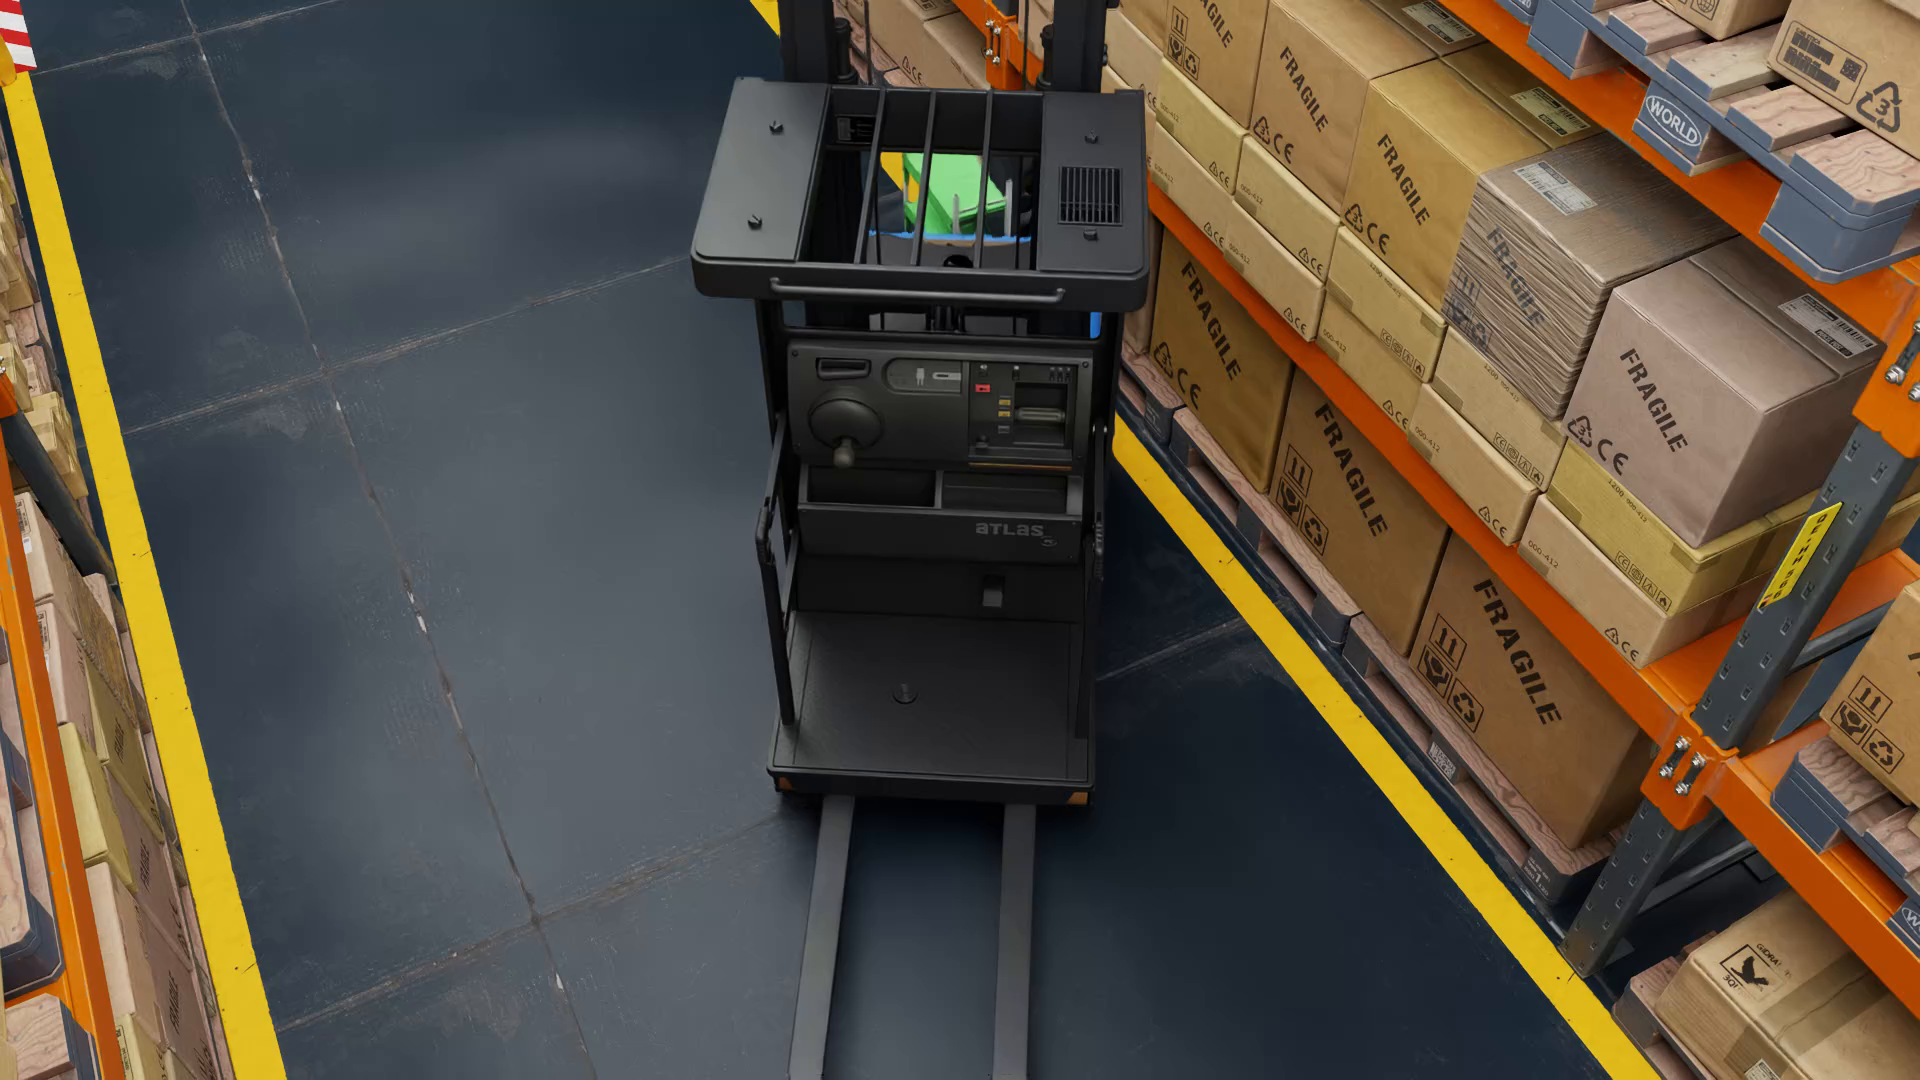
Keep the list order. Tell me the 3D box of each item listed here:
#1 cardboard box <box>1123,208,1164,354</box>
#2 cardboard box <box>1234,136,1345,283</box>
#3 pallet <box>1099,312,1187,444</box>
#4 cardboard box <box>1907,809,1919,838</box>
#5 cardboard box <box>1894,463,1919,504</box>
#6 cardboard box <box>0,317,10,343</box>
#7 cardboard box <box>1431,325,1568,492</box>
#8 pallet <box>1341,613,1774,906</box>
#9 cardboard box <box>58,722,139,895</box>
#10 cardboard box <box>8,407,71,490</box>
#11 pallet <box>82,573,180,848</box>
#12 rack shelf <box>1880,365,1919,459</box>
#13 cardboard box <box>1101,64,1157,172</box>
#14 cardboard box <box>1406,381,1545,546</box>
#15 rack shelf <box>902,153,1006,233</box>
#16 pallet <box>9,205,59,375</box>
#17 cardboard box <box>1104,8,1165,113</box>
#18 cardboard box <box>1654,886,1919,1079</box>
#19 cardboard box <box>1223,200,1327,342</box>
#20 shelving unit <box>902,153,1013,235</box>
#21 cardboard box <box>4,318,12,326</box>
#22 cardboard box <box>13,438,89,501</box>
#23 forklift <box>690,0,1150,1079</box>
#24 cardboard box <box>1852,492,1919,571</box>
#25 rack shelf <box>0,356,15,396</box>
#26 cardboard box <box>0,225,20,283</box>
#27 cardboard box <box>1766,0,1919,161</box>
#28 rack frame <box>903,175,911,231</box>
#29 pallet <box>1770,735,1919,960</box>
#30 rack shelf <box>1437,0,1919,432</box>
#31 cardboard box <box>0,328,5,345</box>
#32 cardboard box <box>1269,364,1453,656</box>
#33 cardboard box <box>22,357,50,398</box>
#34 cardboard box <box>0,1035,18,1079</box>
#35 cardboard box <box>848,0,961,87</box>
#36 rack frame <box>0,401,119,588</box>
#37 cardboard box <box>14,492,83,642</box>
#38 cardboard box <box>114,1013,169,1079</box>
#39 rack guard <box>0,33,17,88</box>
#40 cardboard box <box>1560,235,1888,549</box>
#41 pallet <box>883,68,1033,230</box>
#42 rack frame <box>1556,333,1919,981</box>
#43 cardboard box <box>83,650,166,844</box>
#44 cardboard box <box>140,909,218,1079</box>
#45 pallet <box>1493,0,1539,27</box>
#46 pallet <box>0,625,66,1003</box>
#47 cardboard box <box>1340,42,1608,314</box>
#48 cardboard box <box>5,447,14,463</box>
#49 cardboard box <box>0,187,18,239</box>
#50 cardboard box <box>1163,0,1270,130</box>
[{"bbox_3d":[0.956,-1.501,7.095,0.875,0.875,0.875,-20,52,-16],"label":"cardboard box"},{"bbox_3d":[1.256,-1.149,5.423,0.500,0.250,0.500,-23,53,-19],"label":"cardboard box"},{"bbox_3d":[1.021,-1.041,7.413,1.003,0.211,1.213,-21,52,-18],"label":"pallet"},{"bbox_3d":[2.514,0.654,3.965,0.380,0.149,0.250,-24,53,-20],"label":"cardboard box"},{"bbox_3d":[2.419,-0.312,4.690,0.500,0.250,0.500,-22,52,-18],"label":"cardboard box"},{"bbox_3d":[-4.096,-0.798,6.765,0.380,0.149,0.250,-24,53,-19],"label":"cardboard box"},{"bbox_3d":[1.746,-0.466,4.825,0.500,0.250,0.500,-22,53,-18],"label":"cardboard box"},{"bbox_3d":[2.138,0.592,5.985,1.003,0.211,1.213,-21,52,-18],"label":"pallet"},{"bbox_3d":[-2.711,0.870,4.773,0.500,0.250,0.500,-23,53,-19],"label":"cardboard box"},{"bbox_3d":[-3.636,-0.327,6.354,0.380,0.149,0.250,-19,51,-16],"label":"cardboard box"},{"bbox_3d":[-3.397,0.762,5.836,1.003,0.211,1.213,-21,52,-18],"label":"pallet"},{"bbox_3d":[3.346,0.815,2.422,1.077,0.370,4.000,-21,52,-18],"label":"rack shelf"},{"bbox_3d":[0.806,-1.669,6.209,0.500,0.250,0.500,-22,52,-18],"label":"cardboard box"},{"bbox_3d":[1.721,-0.309,5.019,0.500,0.250,0.500,-20,52,-17],"label":"cardboard box"},{"bbox_3d":[-0.015,-1.364,6.485,0.258,0.148,0.480,-19,51,-16],"label":"rack shelf"},{"bbox_3d":[-4.655,-1.014,7.389,1.003,0.211,1.213,-21,52,-18],"label":"pallet"},{"bbox_3d":[0.815,-1.834,6.021,0.500,0.250,0.500,-20,52,-17],"label":"cardboard box"},{"bbox_3d":[2.681,1.336,4.948,0.950,0.372,0.625,-24,53,-20],"label":"cardboard box"},{"bbox_3d":[1.247,-0.983,5.609,0.500,0.250,0.500,-22,52,-18],"label":"cardboard box"},{"bbox_3d":[-0.015,-1.090,6.799,0.258,1.200,0.503,-19,51,-16],"label":"shelving unit"},{"bbox_3d":[-4.232,-0.878,7.033,0.380,0.149,0.250,-23,53,-19],"label":"cardboard box"},{"bbox_3d":[-3.635,-0.231,6.467,0.380,0.149,0.250,-23,53,-19],"label":"cardboard box"},{"bbox_3d":[-0.073,-0.301,4.958,1.130,2.935,3.031,3,49,2],"label":"forklift"},{"bbox_3d":[2.431,-0.137,4.870,0.500,0.250,0.500,-22,52,-18],"label":"cardboard box"},{"bbox_3d":[-4.669,-1.779,6.683,1.077,0.370,4.000,-21,52,-18],"label":"rack shelf"},{"bbox_3d":[-4.260,-1.181,7.100,0.380,0.149,0.250,-22,52,-18],"label":"cardboard box"},{"bbox_3d":[2.125,-1.133,3.300,0.797,0.503,0.637,-24,53,-20],"label":"cardboard box"},{"bbox_3d":[-0.115,-1.257,6.945,0.240,1.200,0.015,-19,51,-16],"label":"rack frame"},{"bbox_3d":[2.852,0.731,4.138,1.213,0.211,1.003,-21,52,-18],"label":"pallet"},{"bbox_3d":[1.516,-1.862,4.763,1.077,0.370,4.000,-21,52,-18],"label":"rack shelf"},{"bbox_3d":[-3.961,-0.732,6.509,0.380,0.149,0.250,-22,52,-18],"label":"cardboard box"},{"bbox_3d":[1.785,-0.301,6.045,0.875,0.875,0.875,-21,52,-17],"label":"cardboard box"},{"bbox_3d":[-3.917,-0.558,6.753,0.380,0.149,0.250,-21,52,-18],"label":"cardboard box"},{"bbox_3d":[-2.196,1.216,3.475,0.380,0.149,0.250,-19,51,-16],"label":"cardboard box"},{"bbox_3d":[-0.001,-2.800,8.522,0.875,0.438,0.875,-23,53,-19],"label":"cardboard box"},{"bbox_3d":[-3.754,-0.677,5.242,1.000,3.000,0.127,-21,52,-18],"label":"rack frame"},{"bbox_3d":[-3.189,0.172,5.383,0.500,0.250,0.500,-22,53,-18],"label":"cardboard box"},{"bbox_3d":[-2.256,1.554,4.174,0.500,0.250,0.500,-22,52,-18],"label":"cardboard box"},{"bbox_3d":[-5.550,-2.480,8.480,1.175,0.500,0.348,-21,52,-18],"label":"rack guard"},{"bbox_3d":[1.962,-0.391,4.261,0.500,0.500,0.500,-22,53,-18],"label":"cardboard box"},{"bbox_3d":[0.322,-2.067,8.311,1.003,0.211,1.213,-21,52,-18],"label":"pallet"},{"bbox_3d":[2.431,0.228,4.451,1.000,3.000,0.127,-21,52,-18],"label":"rack frame"},{"bbox_3d":[-2.957,0.760,5.367,0.500,0.500,0.500,-22,52,-18],"label":"cardboard box"},{"bbox_3d":[-2.493,1.446,4.766,0.500,0.500,0.500,-22,53,-18],"label":"cardboard box"},{"bbox_3d":[1.575,-1.858,4.407,1.003,0.211,1.213,-19,51,-16],"label":"pallet"},{"bbox_3d":[-2.866,0.753,4.119,1.003,0.211,1.213,-21,52,-18],"label":"pallet"},{"bbox_3d":[1.499,-1.066,4.851,0.500,0.500,0.500,-21,52,-17],"label":"cardboard box"},{"bbox_3d":[-3.728,-0.374,6.197,0.380,0.149,0.250,-19,52,-16],"label":"cardboard box"},{"bbox_3d":[-4.502,-1.430,7.515,0.380,0.149,0.250,-20,52,-17],"label":"cardboard box"},{"bbox_3d":[1.031,-1.751,5.450,0.500,0.500,0.500,-22,52,-18],"label":"cardboard box"}]
